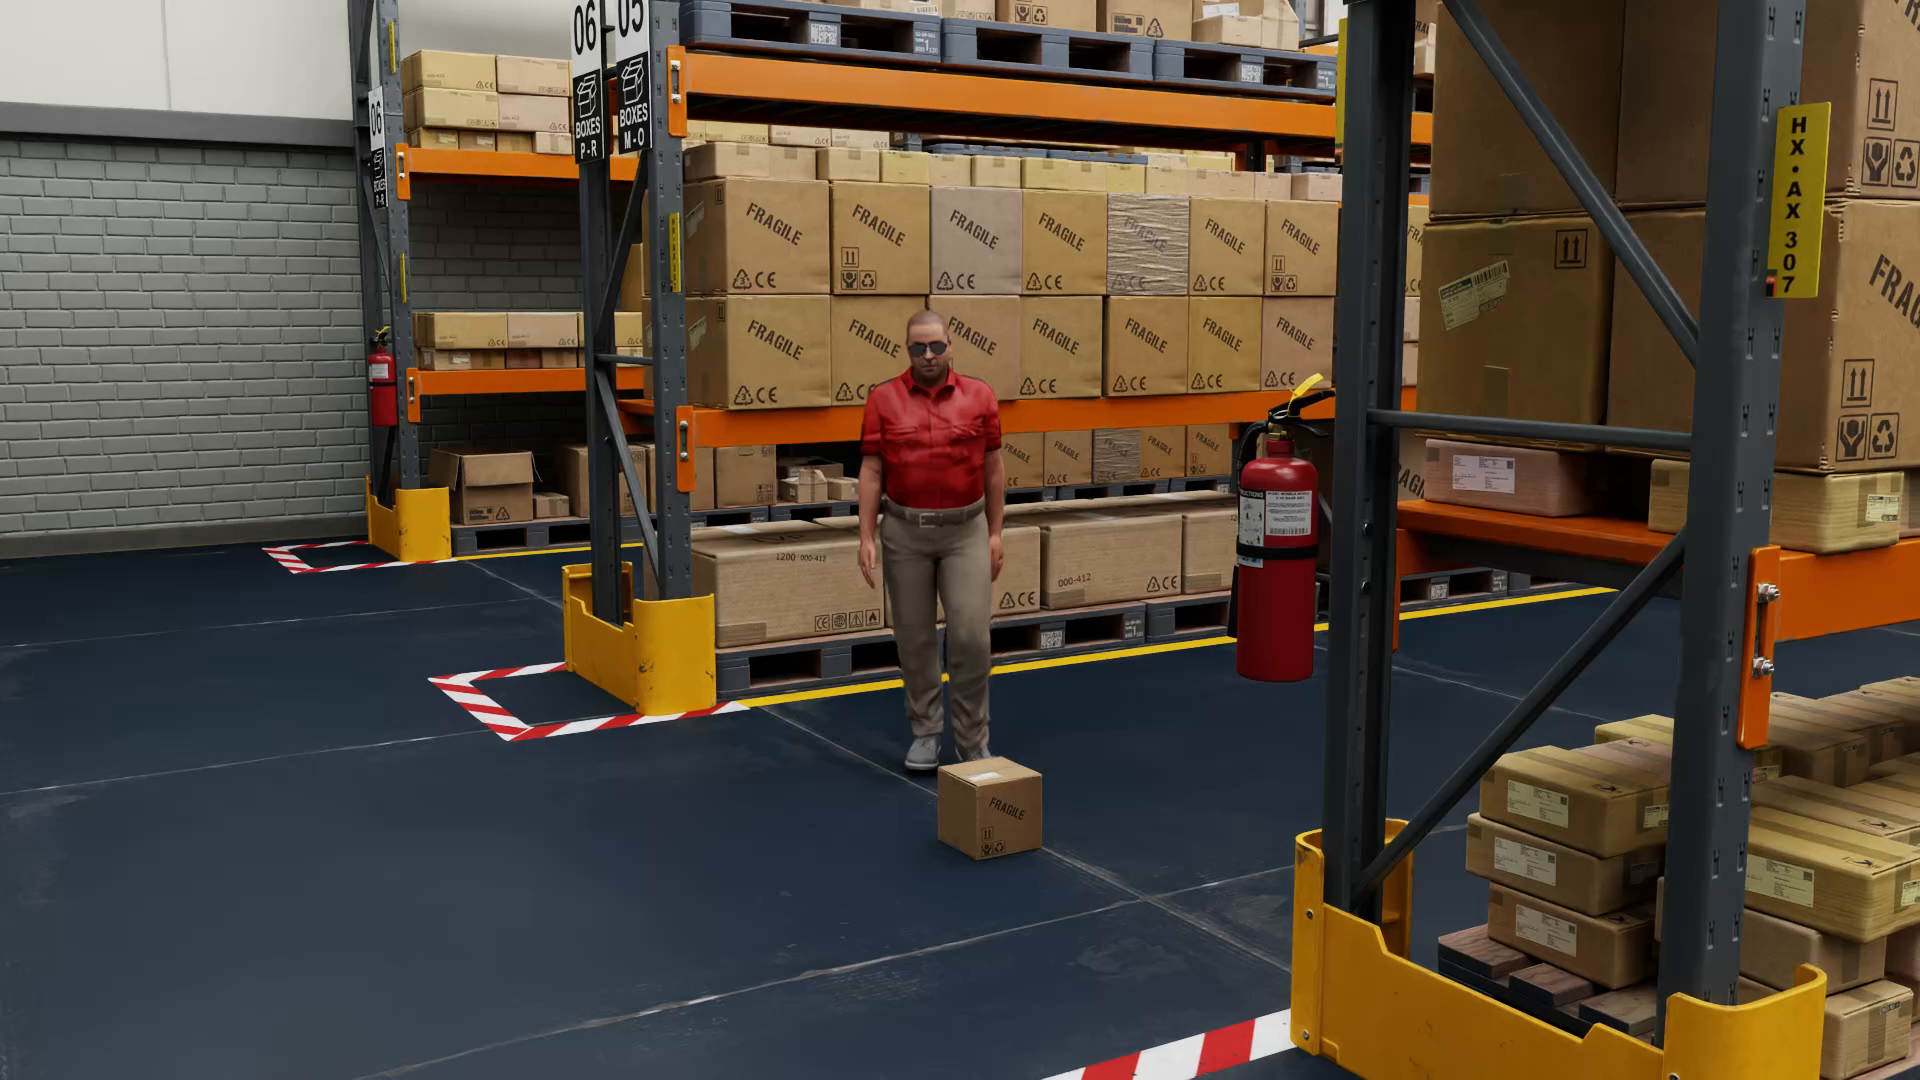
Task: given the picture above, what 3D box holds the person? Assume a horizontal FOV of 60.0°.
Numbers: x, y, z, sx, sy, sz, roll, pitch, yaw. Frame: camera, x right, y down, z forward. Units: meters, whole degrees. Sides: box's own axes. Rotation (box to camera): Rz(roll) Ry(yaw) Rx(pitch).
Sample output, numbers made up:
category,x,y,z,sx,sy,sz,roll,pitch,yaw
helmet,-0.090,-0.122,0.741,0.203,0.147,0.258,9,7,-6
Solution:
category,x,y,z,sx,sy,sz,roll,pitch,yaw
person,-0.108,0.049,6.186,0.549,1.791,0.464,0,8,1
